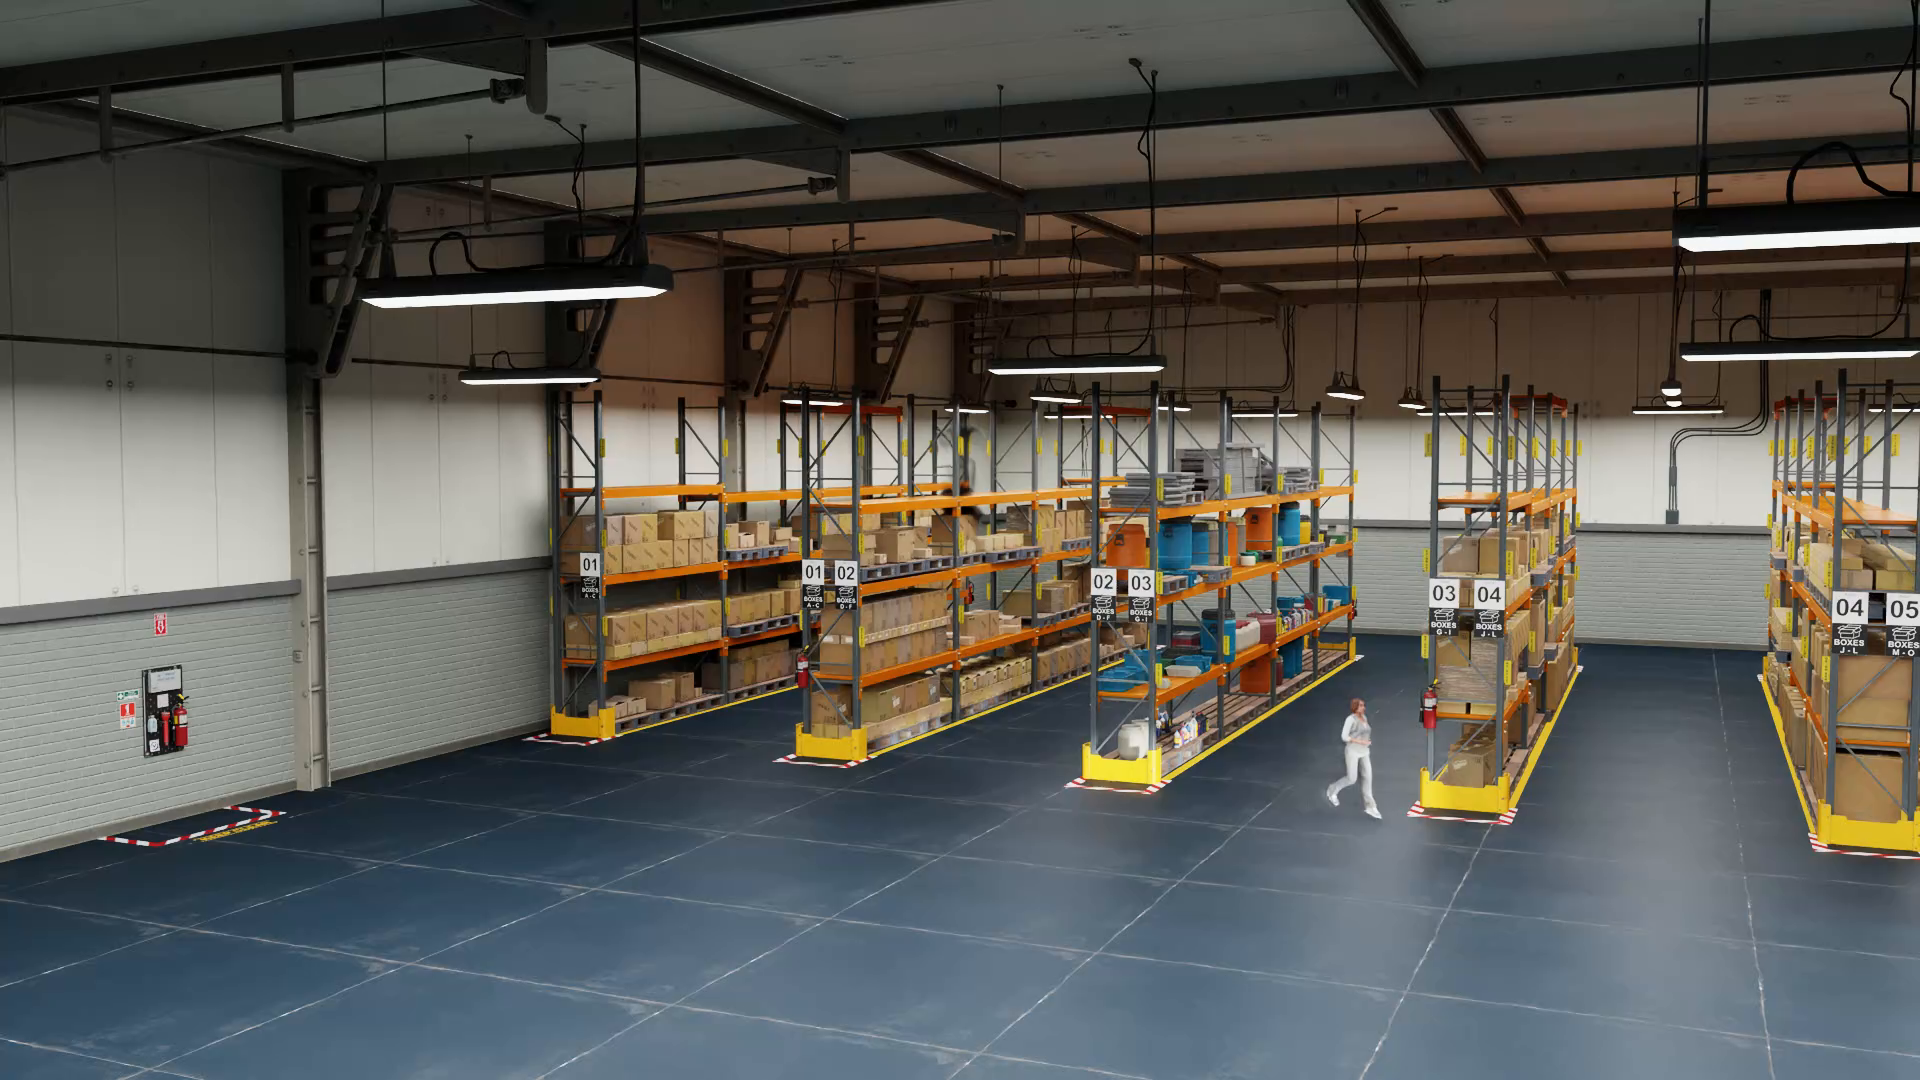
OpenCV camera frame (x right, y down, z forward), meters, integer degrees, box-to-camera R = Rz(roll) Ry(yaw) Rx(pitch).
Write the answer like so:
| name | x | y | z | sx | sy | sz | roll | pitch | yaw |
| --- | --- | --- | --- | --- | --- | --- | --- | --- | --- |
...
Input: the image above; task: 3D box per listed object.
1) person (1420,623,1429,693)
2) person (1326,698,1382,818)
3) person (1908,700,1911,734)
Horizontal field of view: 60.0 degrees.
| name | x | y | z | sx | sy | sz | roll | pitch | yaw |
| --- | --- | --- | --- | --- | --- | --- | --- | --- | --- |
| person | 9.439 | 2.269 | 32.963 | 0.651 | 1.805 | 0.983 | 2 | 3 | 26 |
| person | 5.394 | 2.939 | 22.651 | 0.547 | 1.595 | 0.887 | -2 | 4 | -38 |
| person | 16.547 | 2.519 | 29.024 | 0.598 | 1.822 | 0.832 | 1 | 3 | 23 |
